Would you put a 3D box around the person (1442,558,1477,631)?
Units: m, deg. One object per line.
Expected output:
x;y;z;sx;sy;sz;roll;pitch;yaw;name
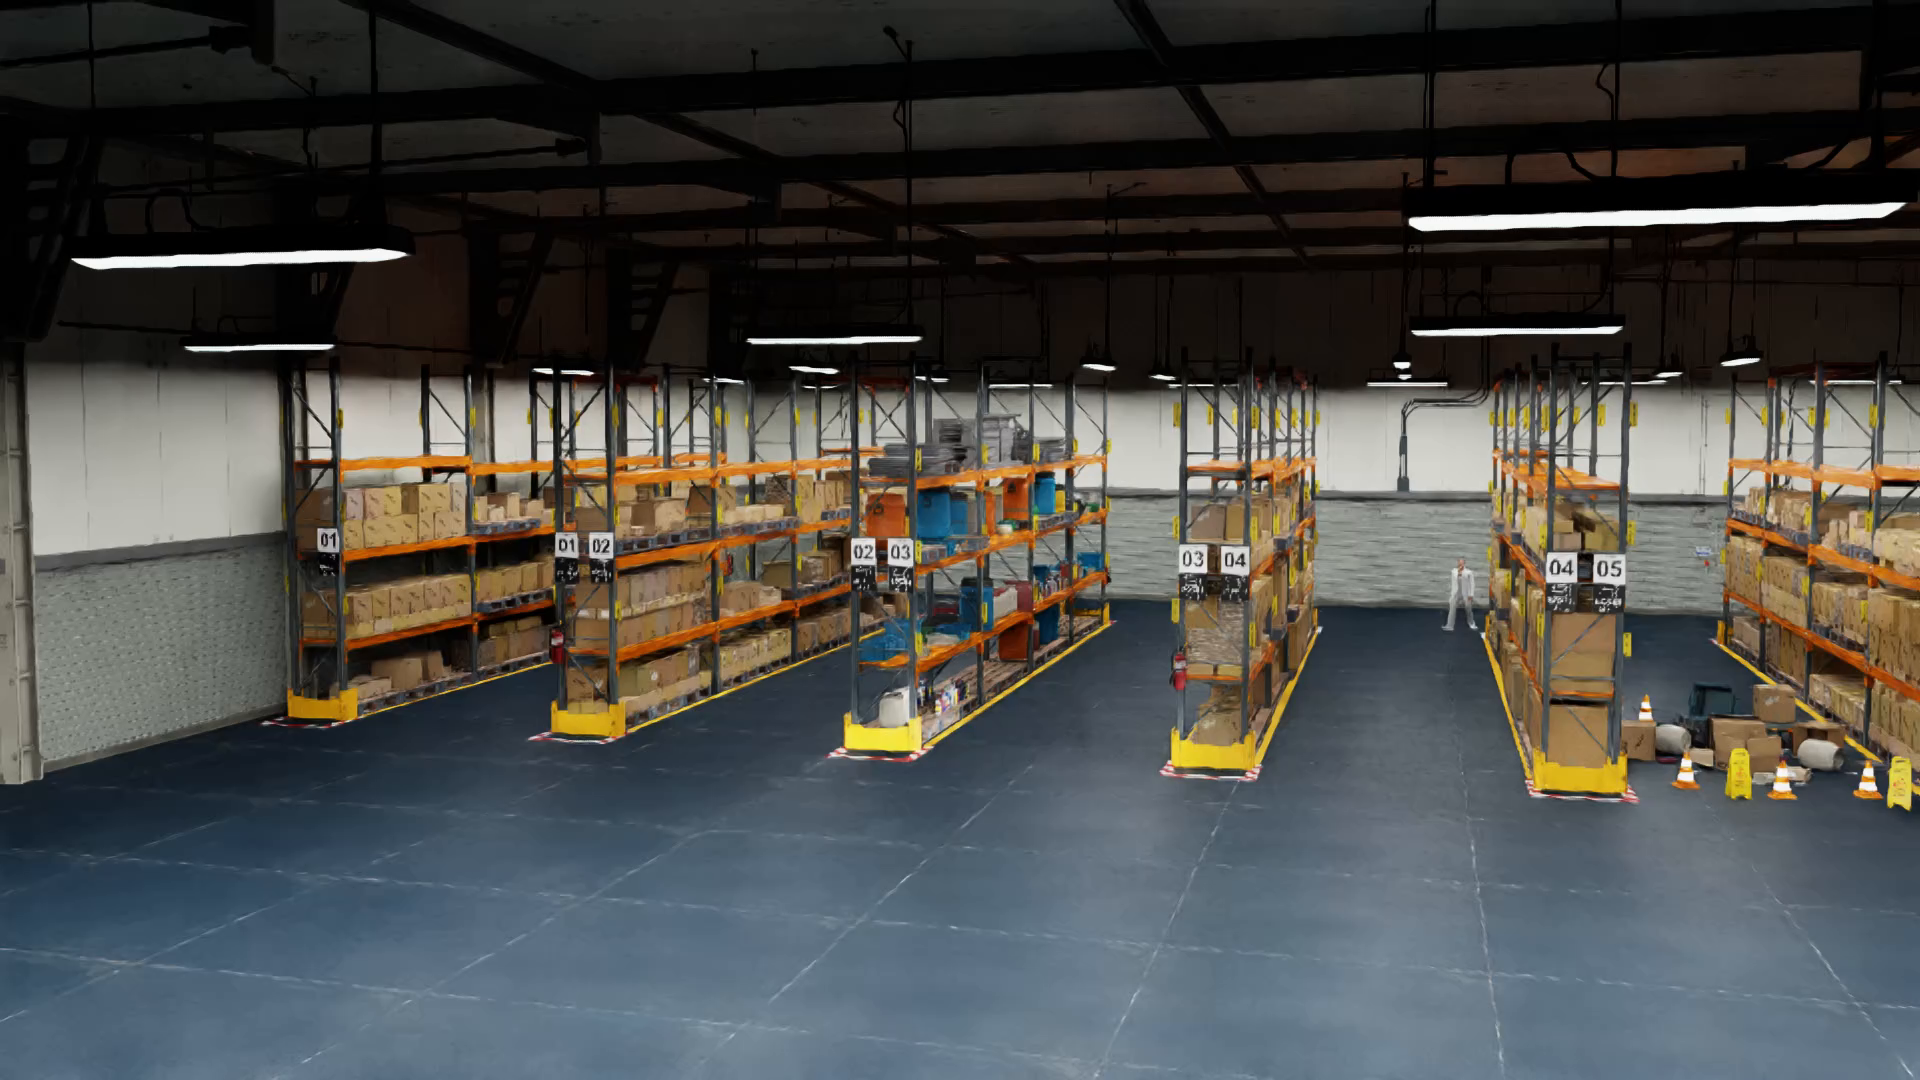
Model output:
11.784;1.276;39.079;0.634;1.736;1.038;3;5;38;person
